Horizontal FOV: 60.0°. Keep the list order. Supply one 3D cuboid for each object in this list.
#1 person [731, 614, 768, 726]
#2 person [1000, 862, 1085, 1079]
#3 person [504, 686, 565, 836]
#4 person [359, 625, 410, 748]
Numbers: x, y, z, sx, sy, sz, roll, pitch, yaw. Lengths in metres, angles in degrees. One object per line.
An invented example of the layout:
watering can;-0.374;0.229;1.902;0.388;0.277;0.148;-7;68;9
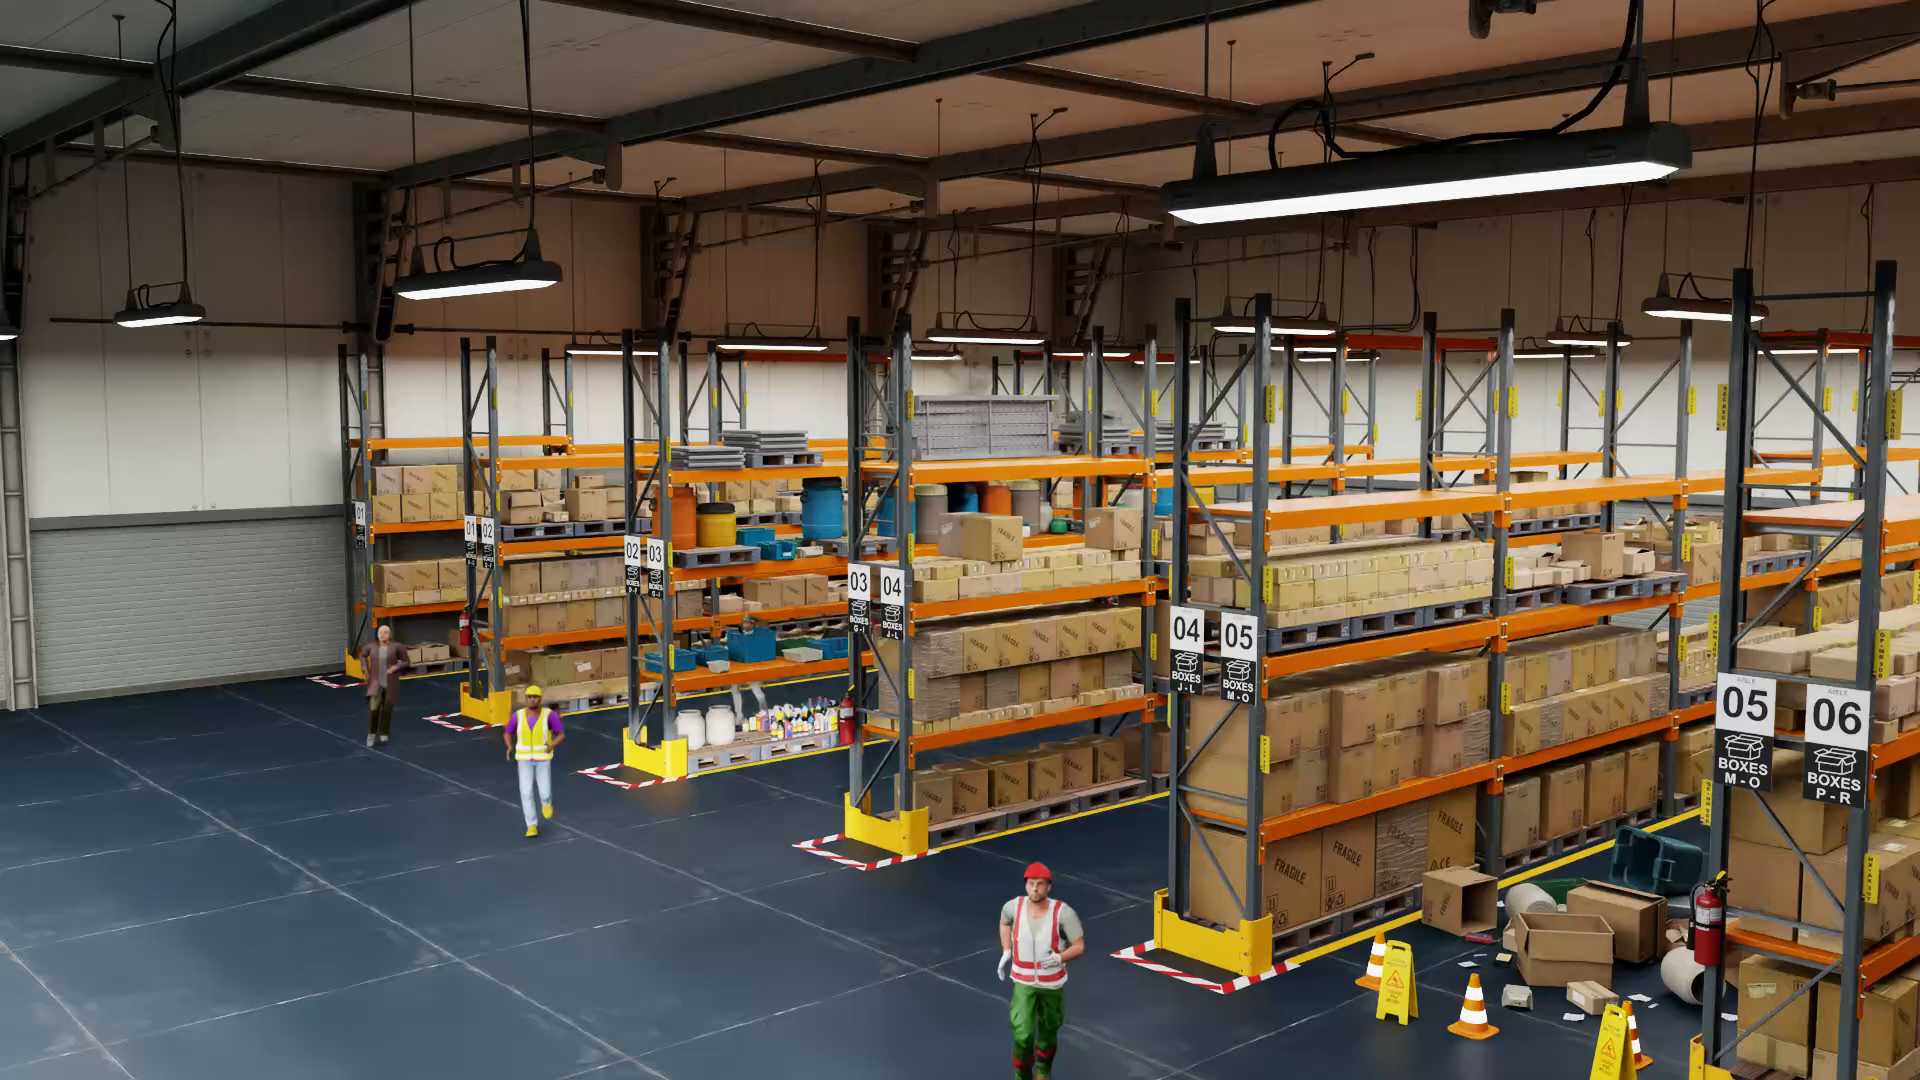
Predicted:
person;-3.294;2.015;25.871;0.584;1.743;0.737;3;6;32
person;0.584;3.202;11.984;0.633;1.818;0.685;1;5;7
person;-4.995;2.560;19.502;0.707;1.726;0.753;-1;5;-7
person;-8.371;2.125;24.203;0.716;1.784;0.720;-1;5;-15
